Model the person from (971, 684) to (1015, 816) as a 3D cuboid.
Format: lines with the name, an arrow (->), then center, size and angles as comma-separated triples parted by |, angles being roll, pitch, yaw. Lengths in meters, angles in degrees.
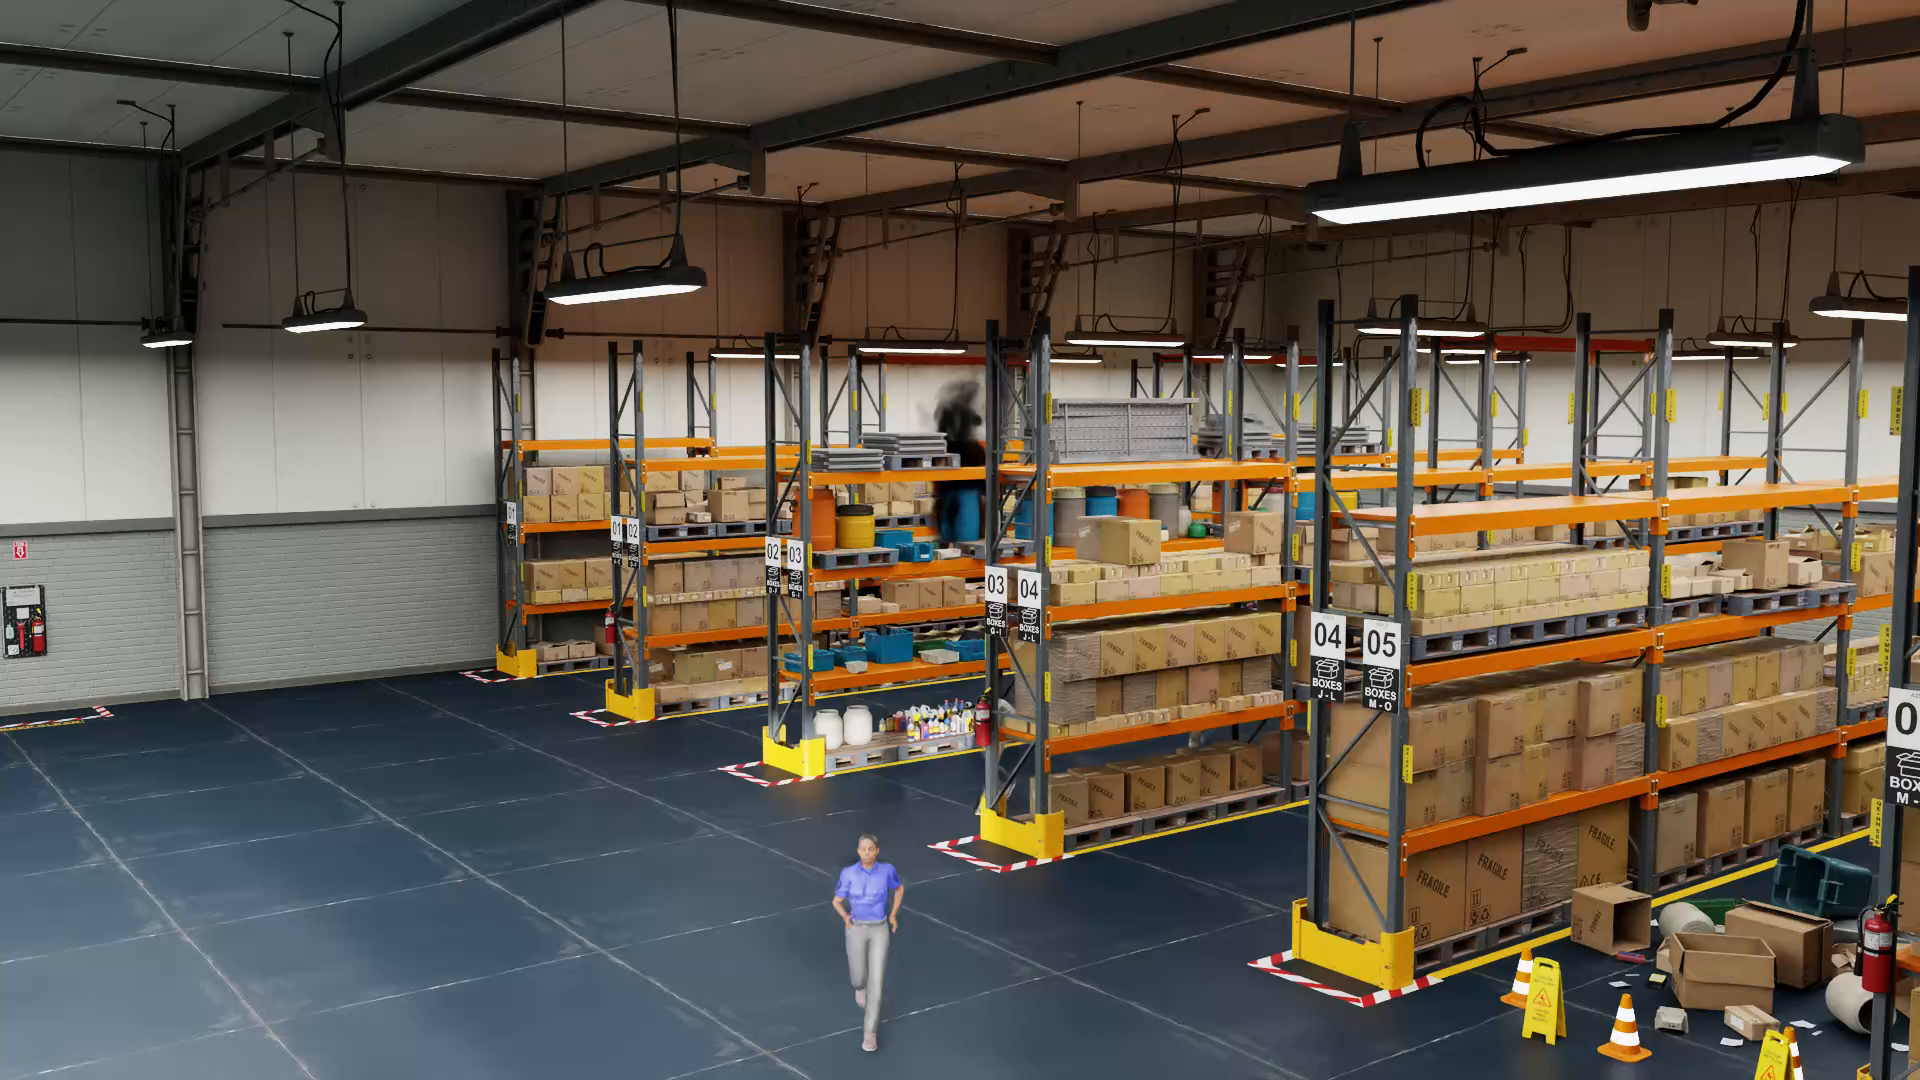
person -> 0.424, 2.542, 20.676 | 0.534, 1.616, 0.863 | 4, 7, 40

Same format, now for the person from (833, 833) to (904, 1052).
person -> -0.735, 3.184, 13.409 | 0.579, 1.630, 0.851 | 0, 5, -3

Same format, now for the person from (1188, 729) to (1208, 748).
person -> 3.446, 2.273, 23.814 | 0.740, 1.660, 0.612 | -5, 7, -43
